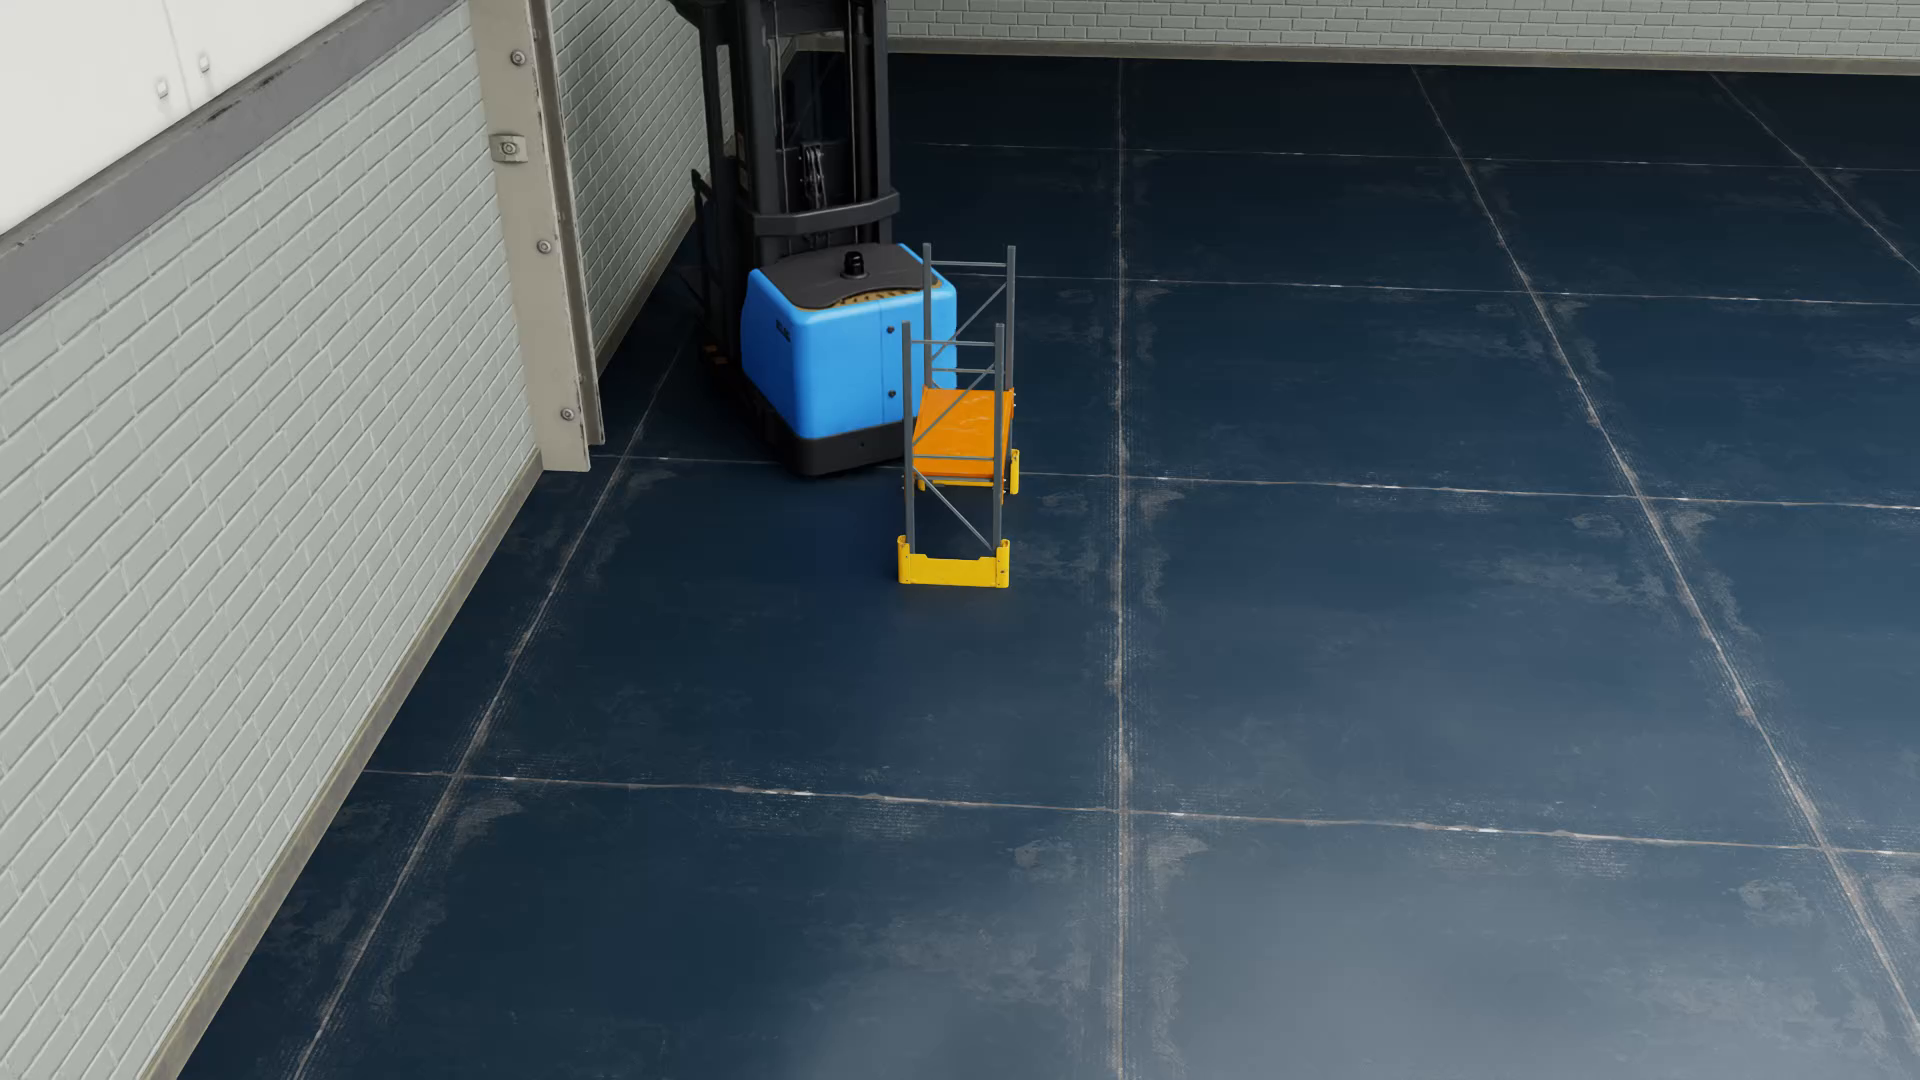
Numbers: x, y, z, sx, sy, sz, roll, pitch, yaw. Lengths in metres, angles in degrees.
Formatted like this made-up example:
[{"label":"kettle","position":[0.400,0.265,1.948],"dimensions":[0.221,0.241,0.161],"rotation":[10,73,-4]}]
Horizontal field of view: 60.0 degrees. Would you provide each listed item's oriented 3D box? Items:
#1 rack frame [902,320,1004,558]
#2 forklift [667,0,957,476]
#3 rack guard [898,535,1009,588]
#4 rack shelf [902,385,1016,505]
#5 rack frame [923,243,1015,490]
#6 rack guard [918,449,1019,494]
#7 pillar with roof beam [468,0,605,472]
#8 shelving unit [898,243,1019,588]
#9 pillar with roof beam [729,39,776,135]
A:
[{"label":"rack frame","position":[-0.034,-0.417,8.498],"dimensions":[0.500,1.500,0.032],"rotation":[2,32,4]},{"label":"forklift","position":[-1.090,-2.378,10.315],"dimensions":[1.130,2.935,3.031],"rotation":[-14,34,-21]},{"label":"rack guard","position":[-0.034,0.114,8.827],"dimensions":[0.587,0.250,0.087],"rotation":[2,32,4]},{"label":"rack shelf","position":[0.007,-0.530,9.023],"dimensions":[0.538,0.185,1.000],"rotation":[2,32,4]},{"label":"rack frame","position":[0.048,-0.949,9.360],"dimensions":[0.500,1.500,0.032],"rotation":[2,32,4]},{"label":"rack guard","position":[0.047,-0.407,9.672],"dimensions":[0.587,0.250,0.087],"rotation":[2,32,4]},{"label":"pillar with roof beam","position":[1.937,-4.165,7.430],"dimensions":[9.100,9.000,0.400],"rotation":[2,32,4]},{"label":"shelving unit","position":[0.006,-0.678,8.921],"dimensions":[0.587,1.500,1.083],"rotation":[2,32,4]},{"label":"pillar with roof beam","position":[2.426,-7.302,12.521],"dimensions":[9.100,9.000,0.400],"rotation":[2,32,4]}]
